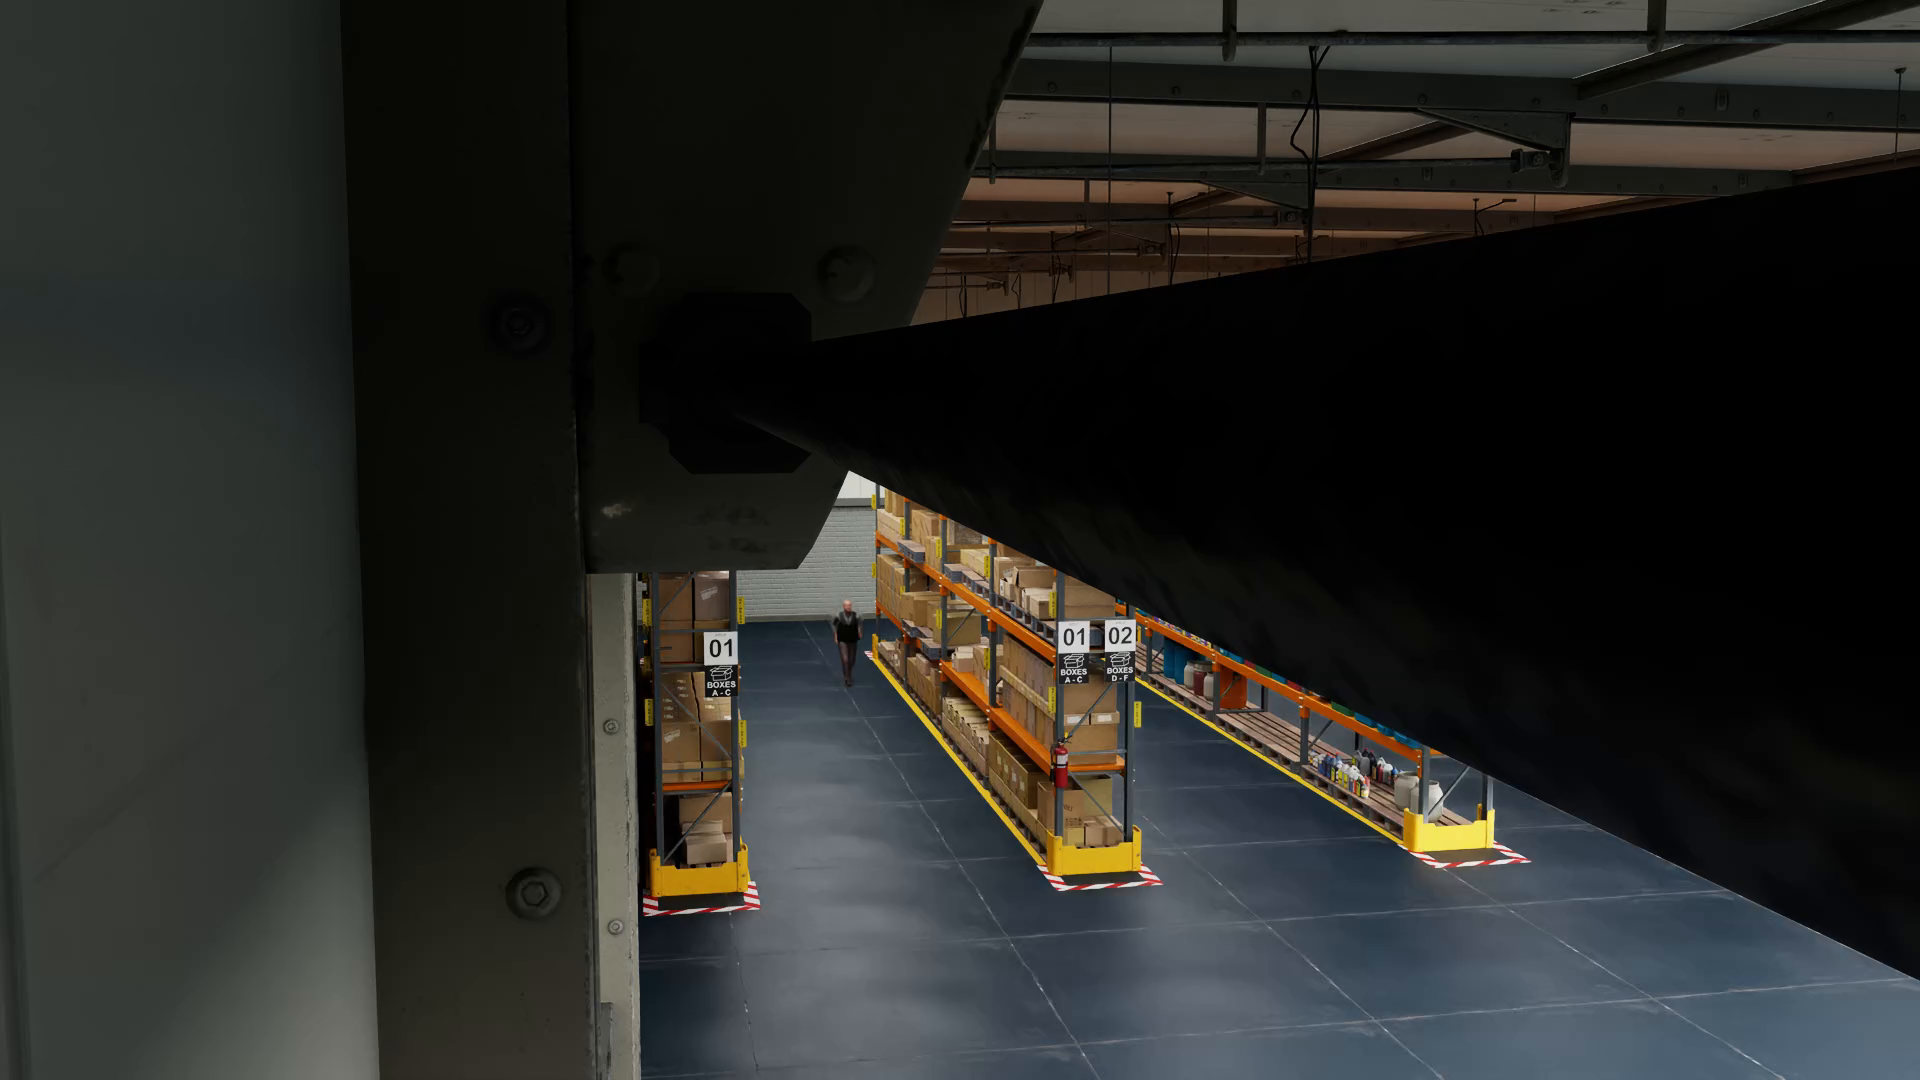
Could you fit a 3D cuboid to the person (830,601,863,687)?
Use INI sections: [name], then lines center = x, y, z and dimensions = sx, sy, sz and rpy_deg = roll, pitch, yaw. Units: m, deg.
[person]
center = -2.283, 2.054, 33.545
dimensions = 0.646, 1.709, 0.882
rpy_deg = -1, 6, -13
